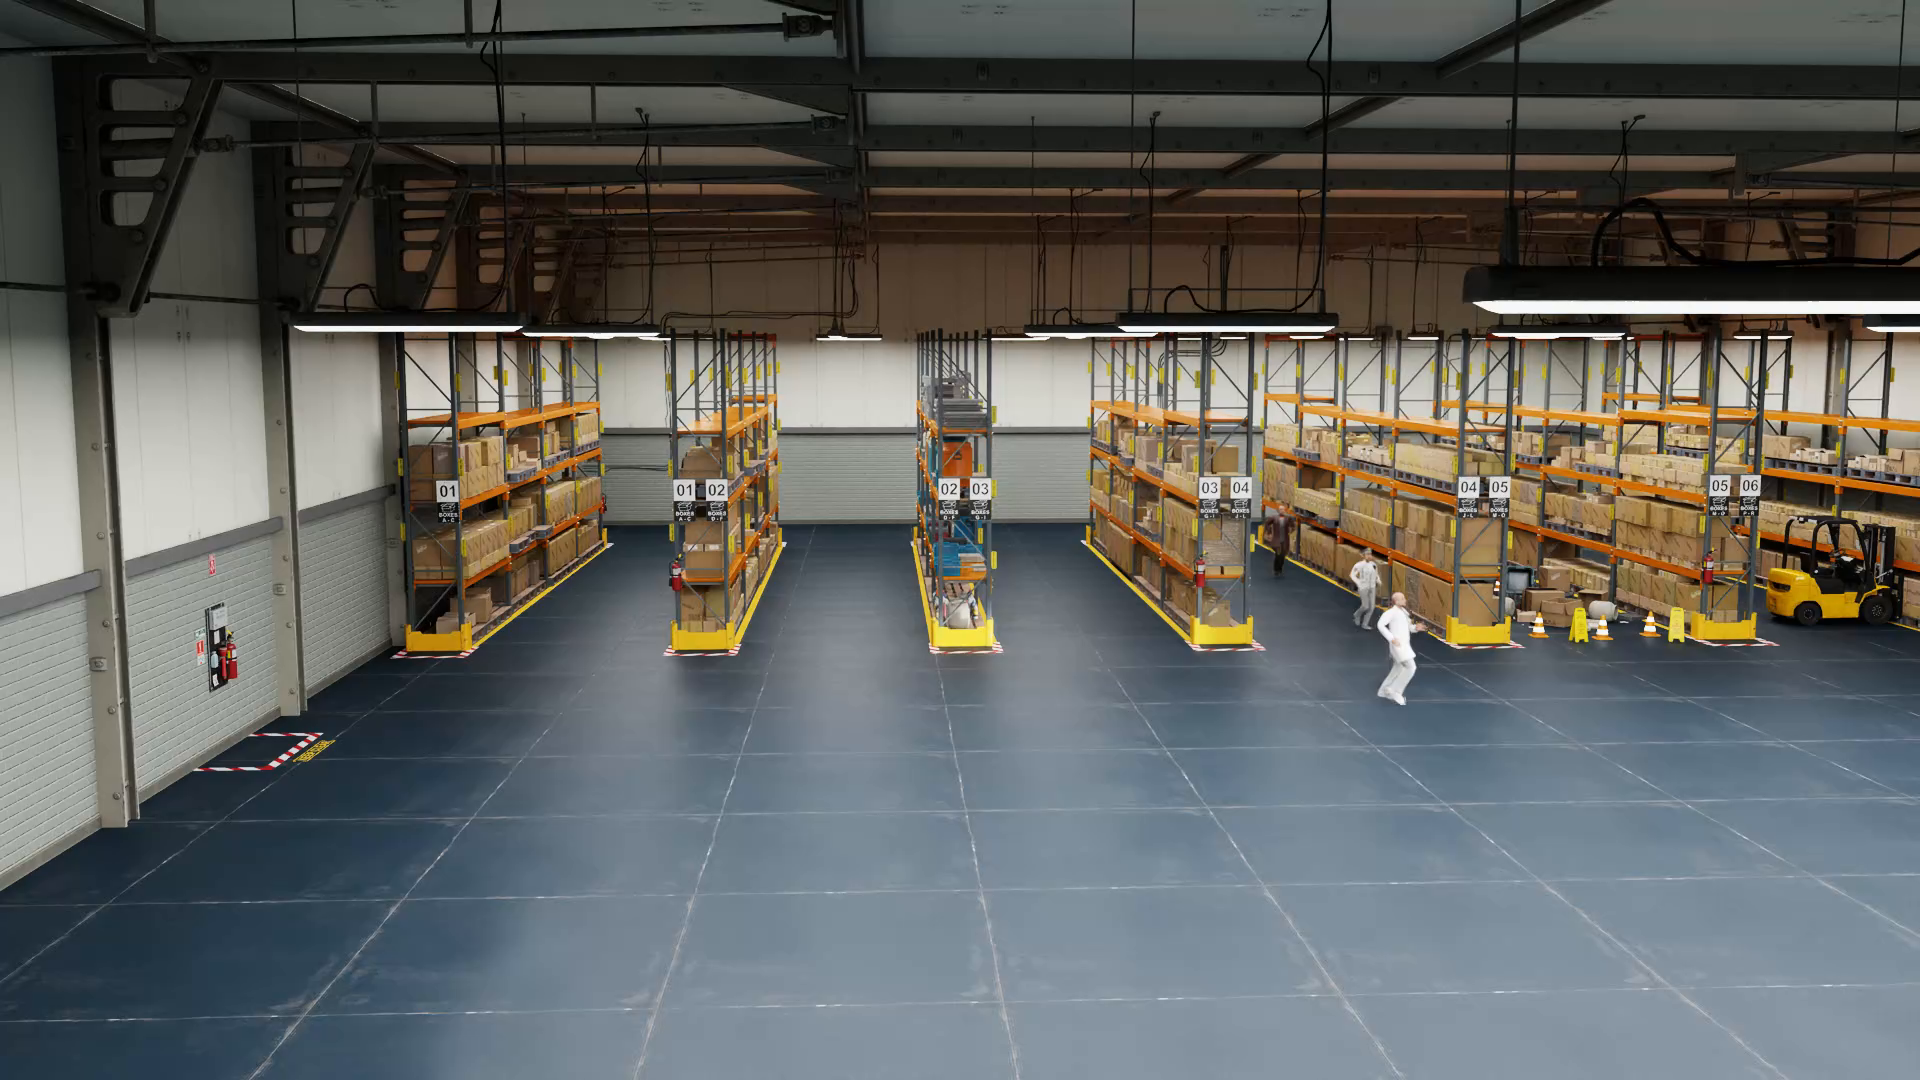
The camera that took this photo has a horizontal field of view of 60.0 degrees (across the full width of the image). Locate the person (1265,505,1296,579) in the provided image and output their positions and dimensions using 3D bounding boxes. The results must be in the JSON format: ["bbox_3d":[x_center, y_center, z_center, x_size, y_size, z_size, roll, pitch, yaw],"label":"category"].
[{"bbox_3d":[7.882,0.059,40.762,0.693,1.823,0.747,0,7,-4],"label":"person"}]

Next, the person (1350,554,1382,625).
[{"bbox_3d":[8.186,0.968,33.363,0.612,1.543,0.517,-2,7,-16],"label":"person"}]

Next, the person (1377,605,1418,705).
[{"bbox_3d":[6.988,1.836,26.549,0.628,1.601,0.685,4,8,29],"label":"person"}]
